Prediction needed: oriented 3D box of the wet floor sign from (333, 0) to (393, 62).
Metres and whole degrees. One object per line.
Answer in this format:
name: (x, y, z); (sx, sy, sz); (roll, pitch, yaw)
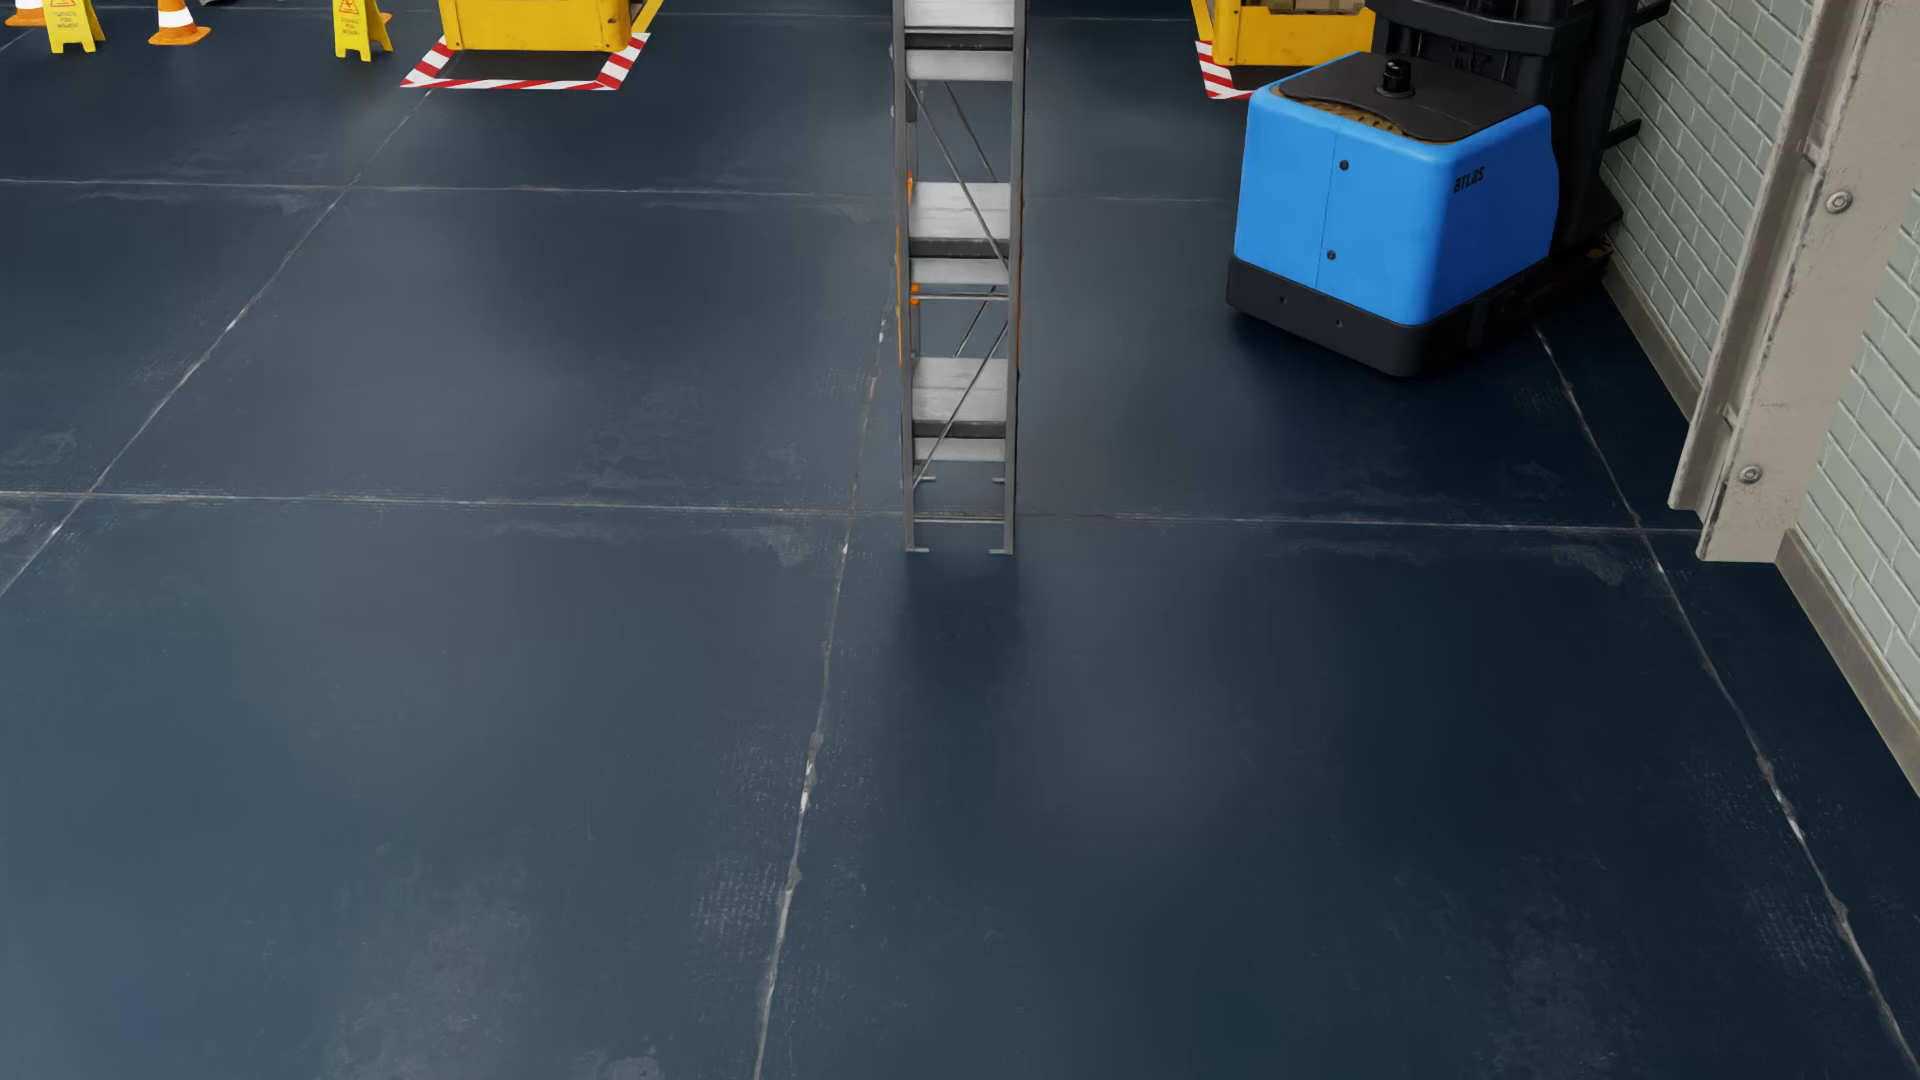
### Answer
wet floor sign: (-3.830, -3.395, 10.519); (0.267, 0.644, 0.232); (13, 37, 18)

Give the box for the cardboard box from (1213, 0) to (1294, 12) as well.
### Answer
cardboard box: (1.910, -3.654, 10.866); (0.500, 0.250, 0.500); (2, 35, 2)

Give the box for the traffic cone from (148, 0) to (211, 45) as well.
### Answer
traffic cone: (-5.147, -3.512, 10.844); (0.336, 0.463, 0.334); (1, 35, 2)

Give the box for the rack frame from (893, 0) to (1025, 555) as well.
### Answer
rack frame: (-0.003, -0.814, 5.582); (0.400, 2.100, 0.015); (1, 35, 2)

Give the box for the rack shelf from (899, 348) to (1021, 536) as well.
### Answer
rack shelf: (0.007, -0.370, 6.192); (0.431, 0.518, 0.480); (1, 35, 2)

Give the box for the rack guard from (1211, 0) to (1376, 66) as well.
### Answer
rack guard: (2.206, -3.293, 10.501); (1.175, 0.500, 0.348); (1, 35, 2)

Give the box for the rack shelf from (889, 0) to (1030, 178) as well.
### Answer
rack shelf: (0.007, -1.516, 5.387); (0.431, 0.518, 0.480); (1, 35, 2)

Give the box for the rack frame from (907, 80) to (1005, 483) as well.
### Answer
rack frame: (0.016, -1.094, 5.981); (0.400, 2.100, 0.015); (1, 35, 2)

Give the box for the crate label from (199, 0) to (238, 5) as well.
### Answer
crate label: (-5.178, -3.831, 11.582); (0.250, 0.136, 0.298); (-17, 38, -22)

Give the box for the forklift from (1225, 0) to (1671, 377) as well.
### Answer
forklift: (2.650, -2.626, 7.438); (3.031, 2.935, 1.130); (-28, 44, -34)

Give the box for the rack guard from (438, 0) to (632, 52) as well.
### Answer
rack guard: (-2.750, -3.463, 10.743); (1.175, 0.500, 0.348); (1, 35, 2)

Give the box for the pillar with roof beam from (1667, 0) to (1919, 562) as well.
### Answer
pillar with roof beam: (-1.407, -3.816, 3.853); (9.100, 9.000, 0.400); (1, 35, 2)

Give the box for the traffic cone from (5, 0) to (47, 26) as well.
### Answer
traffic cone: (-6.263, -3.733, 11.159); (0.336, 0.463, 0.334); (1, 35, 2)

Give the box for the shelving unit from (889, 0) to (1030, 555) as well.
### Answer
shelving unit: (0.007, -0.954, 5.782); (0.431, 2.100, 0.503); (1, 35, 2)

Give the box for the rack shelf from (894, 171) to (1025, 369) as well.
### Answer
rack shelf: (0.007, -0.943, 5.789); (0.431, 0.518, 0.480); (1, 35, 2)

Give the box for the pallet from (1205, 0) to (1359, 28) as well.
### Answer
pallet: (2.196, -3.629, 11.230); (1.003, 0.211, 1.213); (1, 35, 2)

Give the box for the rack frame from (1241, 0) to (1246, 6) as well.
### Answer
rack frame: (2.207, -4.330, 9.802); (1.000, 3.000, 0.127); (1, 35, 2)

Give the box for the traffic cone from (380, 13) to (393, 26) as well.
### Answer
traffic cone: (-4.025, -3.681, 11.086); (0.336, 0.463, 0.334); (1, 35, 2)

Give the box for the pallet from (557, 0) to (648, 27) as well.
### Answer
pallet: (-2.682, -3.811, 11.489); (1.003, 0.211, 1.213); (1, 35, 2)

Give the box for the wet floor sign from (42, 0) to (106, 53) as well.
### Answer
wet floor sign: (-5.726, -3.473, 10.630); (0.267, 0.644, 0.232); (-4, 35, -6)

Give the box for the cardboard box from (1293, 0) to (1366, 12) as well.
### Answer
cardboard box: (2.422, -3.654, 10.867); (0.500, 0.250, 0.500); (1, 35, 2)
